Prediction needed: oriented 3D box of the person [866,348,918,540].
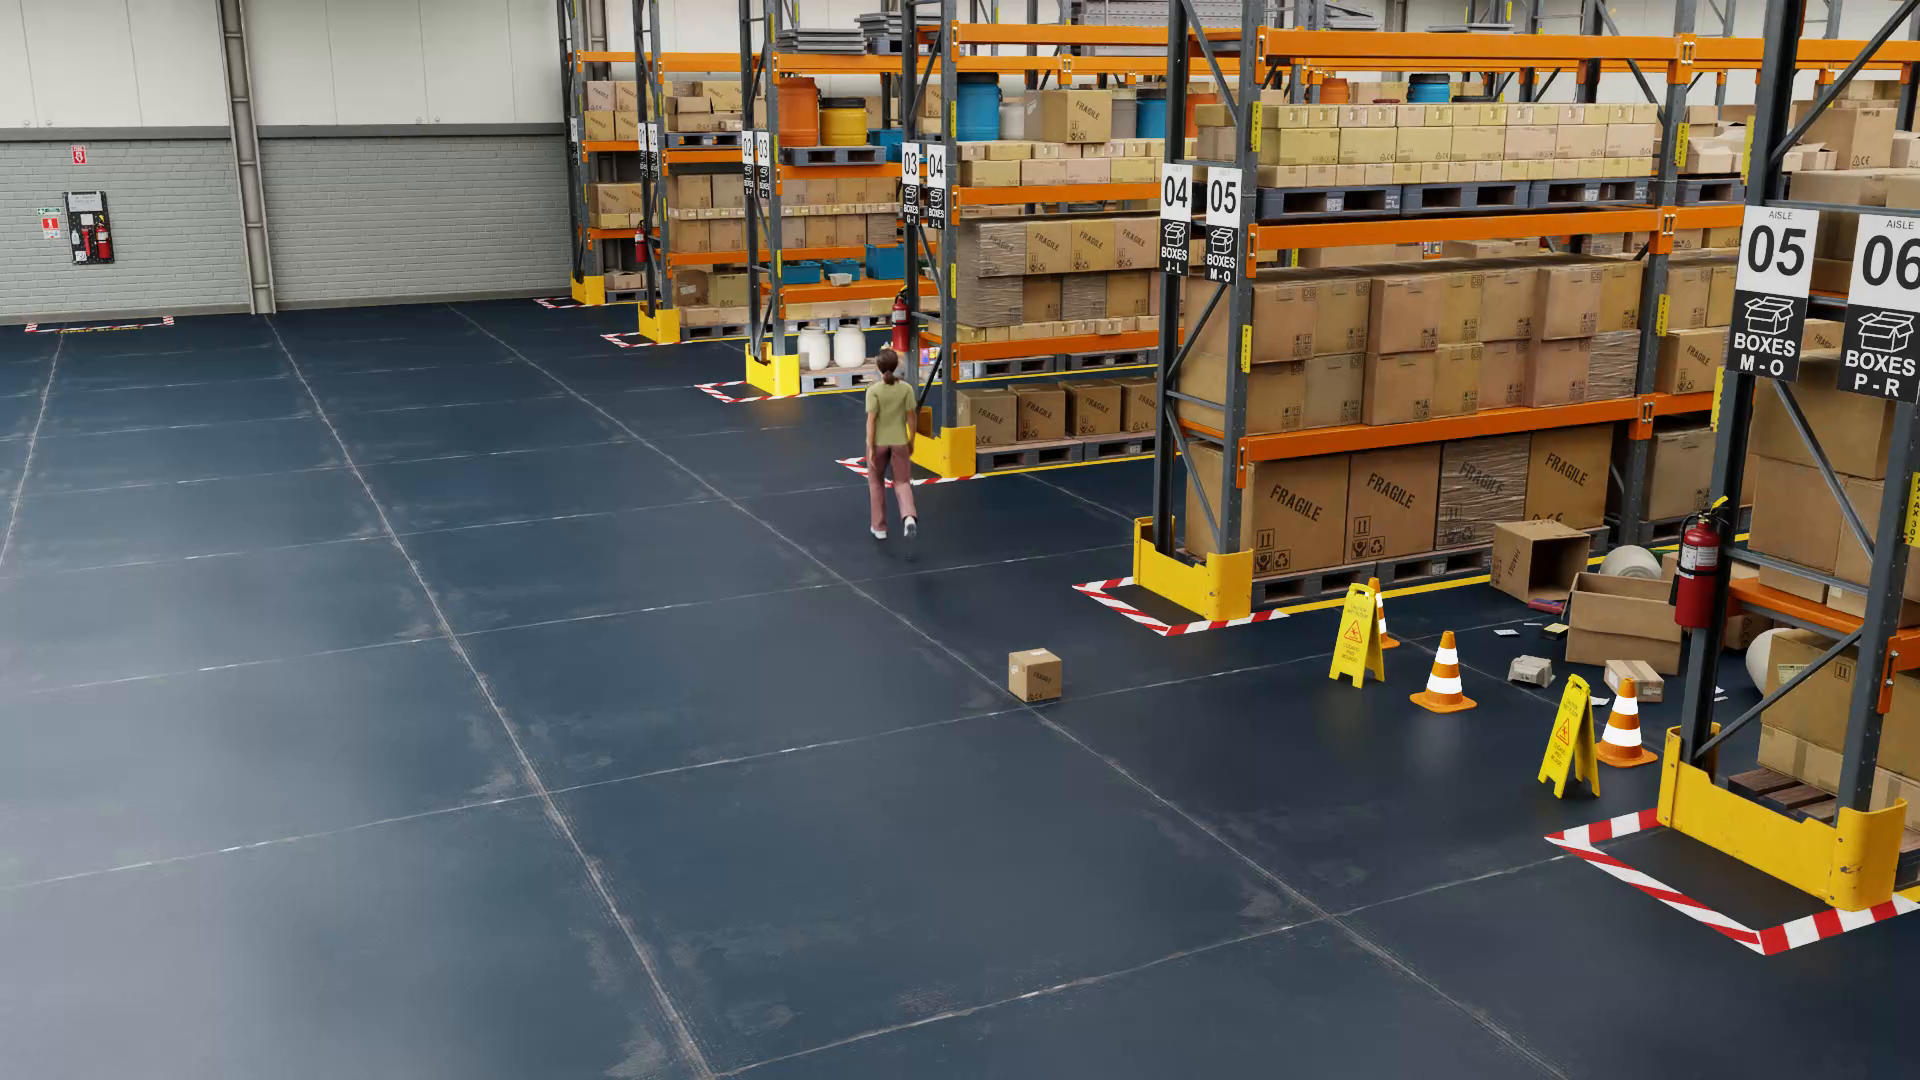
[{"bbox_3d":[-0.572,-0.778,13.847,0.447,1.642,0.830,-4,16,-14],"label":"person"}]
